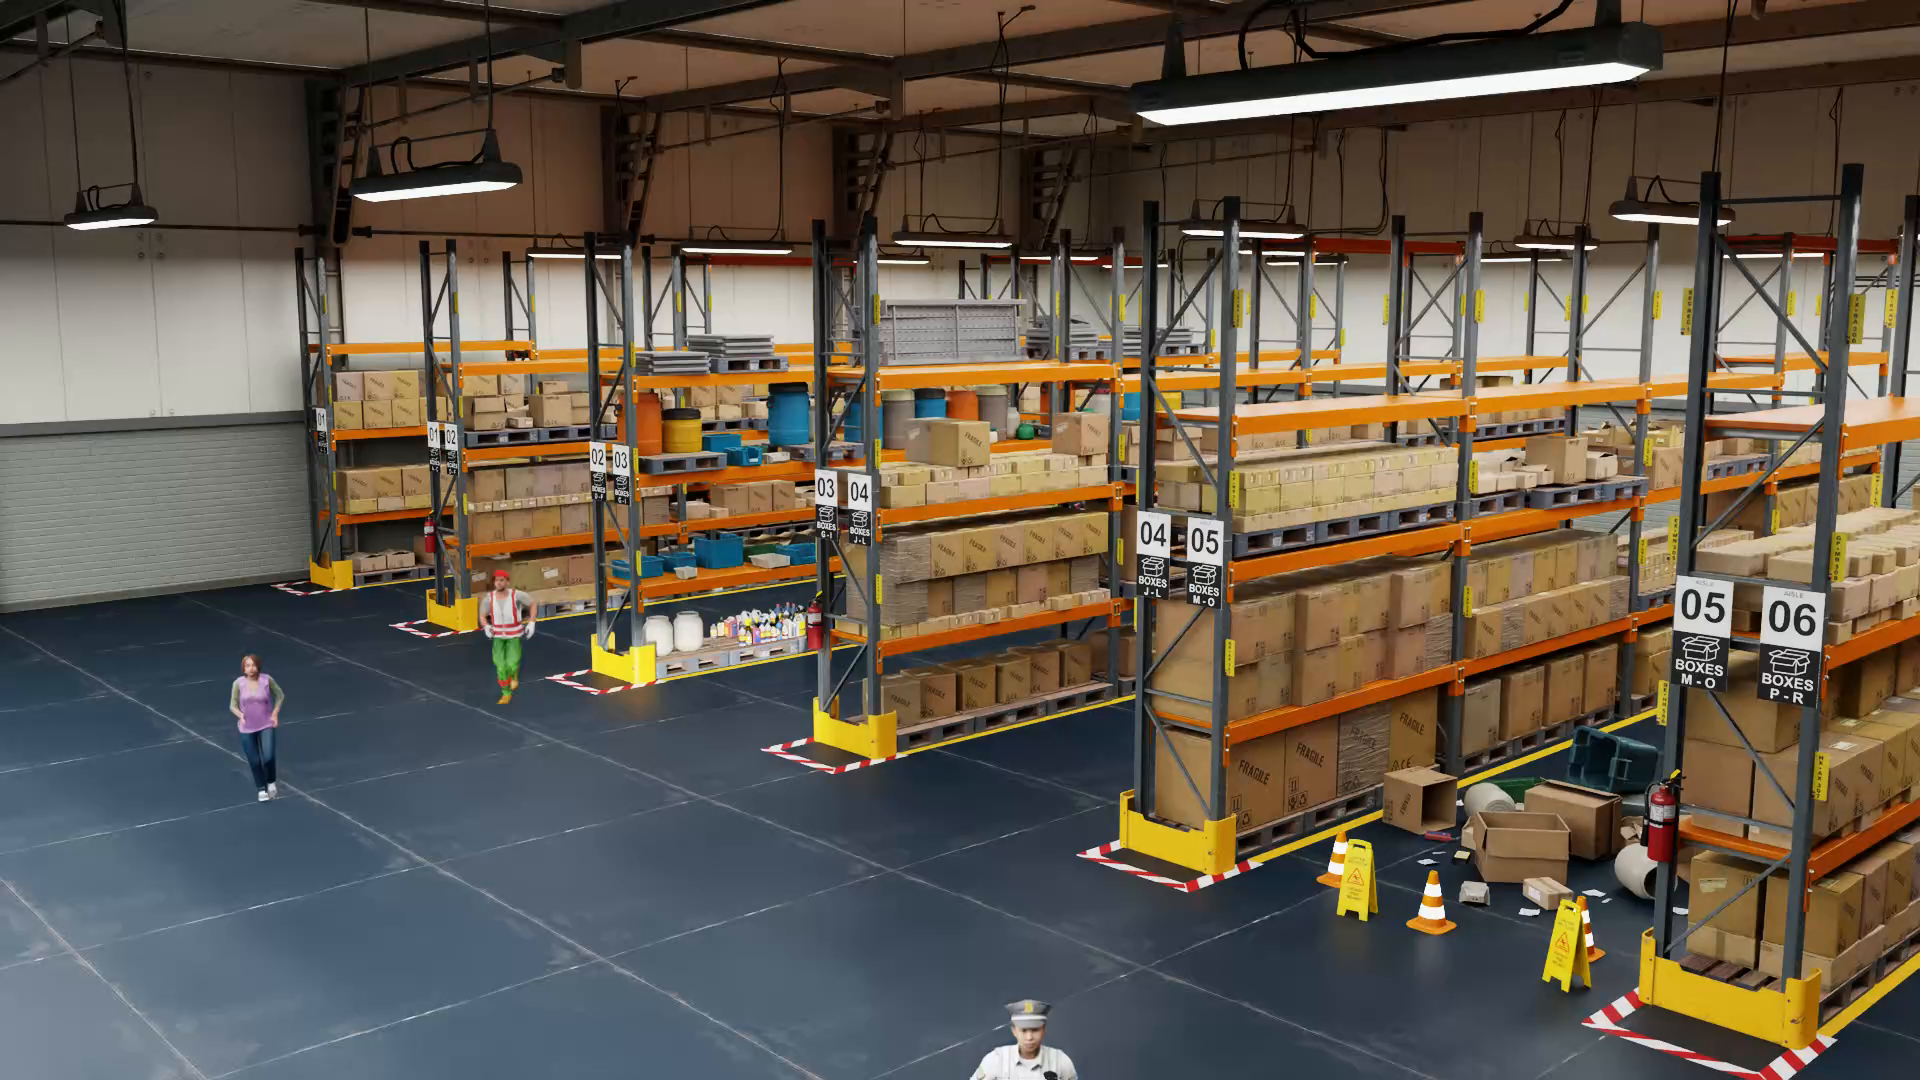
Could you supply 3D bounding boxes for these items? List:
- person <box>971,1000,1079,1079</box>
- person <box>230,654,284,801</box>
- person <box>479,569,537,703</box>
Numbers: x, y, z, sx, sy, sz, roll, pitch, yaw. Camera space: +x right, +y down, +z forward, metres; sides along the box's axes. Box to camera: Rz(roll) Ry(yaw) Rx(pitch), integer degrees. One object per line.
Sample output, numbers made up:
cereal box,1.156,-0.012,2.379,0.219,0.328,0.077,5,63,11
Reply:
person,0.341,3.129,8.501,0.623,1.658,0.550,0,8,-1
person,-7.120,1.935,16.864,0.508,1.536,0.586,-3,9,-19
person,-5.736,1.233,21.057,0.695,1.740,0.655,0,8,-3
